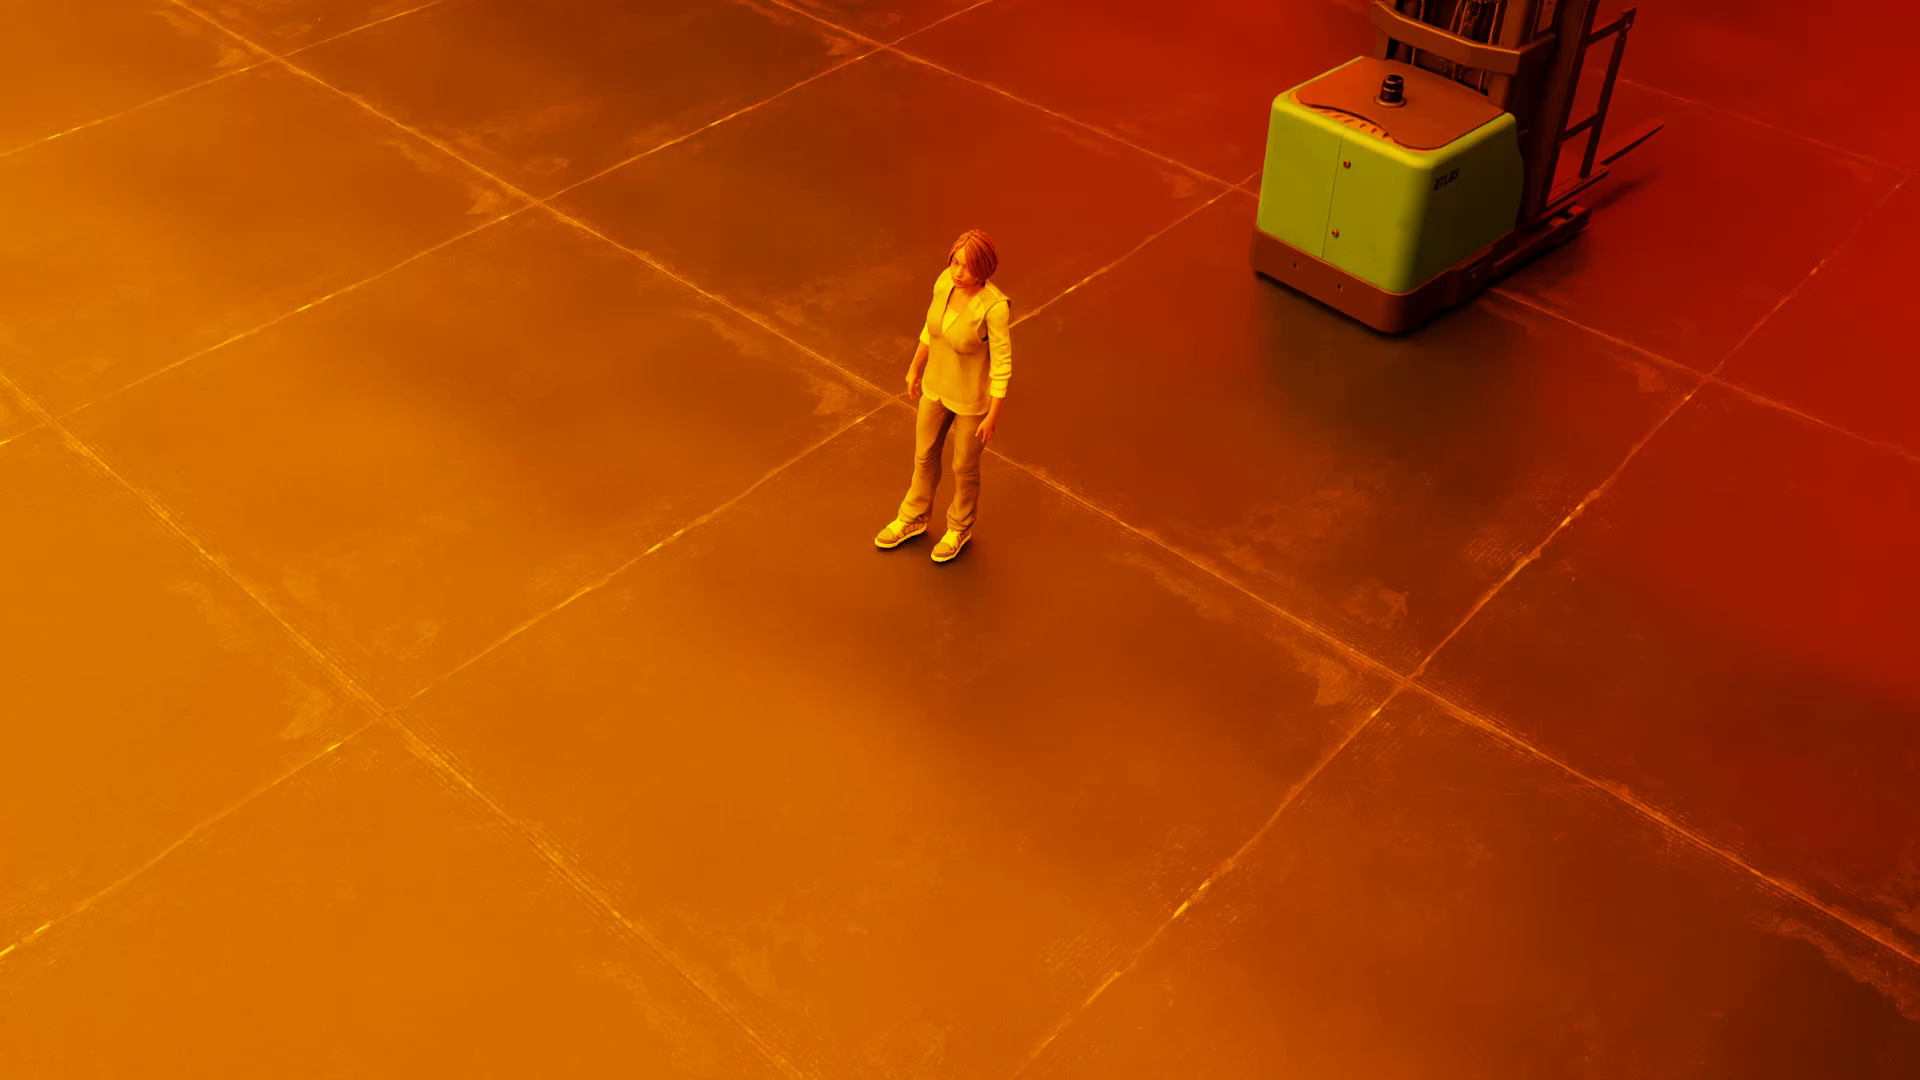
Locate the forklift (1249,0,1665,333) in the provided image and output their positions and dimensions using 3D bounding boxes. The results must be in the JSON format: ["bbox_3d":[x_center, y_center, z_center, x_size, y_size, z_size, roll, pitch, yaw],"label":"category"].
[{"bbox_3d":[3.059,-3.048,8.981,3.031,2.935,1.130,-31,49,-31],"label":"forklift"}]

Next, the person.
[{"bbox_3d":[-0.061,-0.582,7.120,0.520,1.599,0.473,31,49,31],"label":"person"}]
